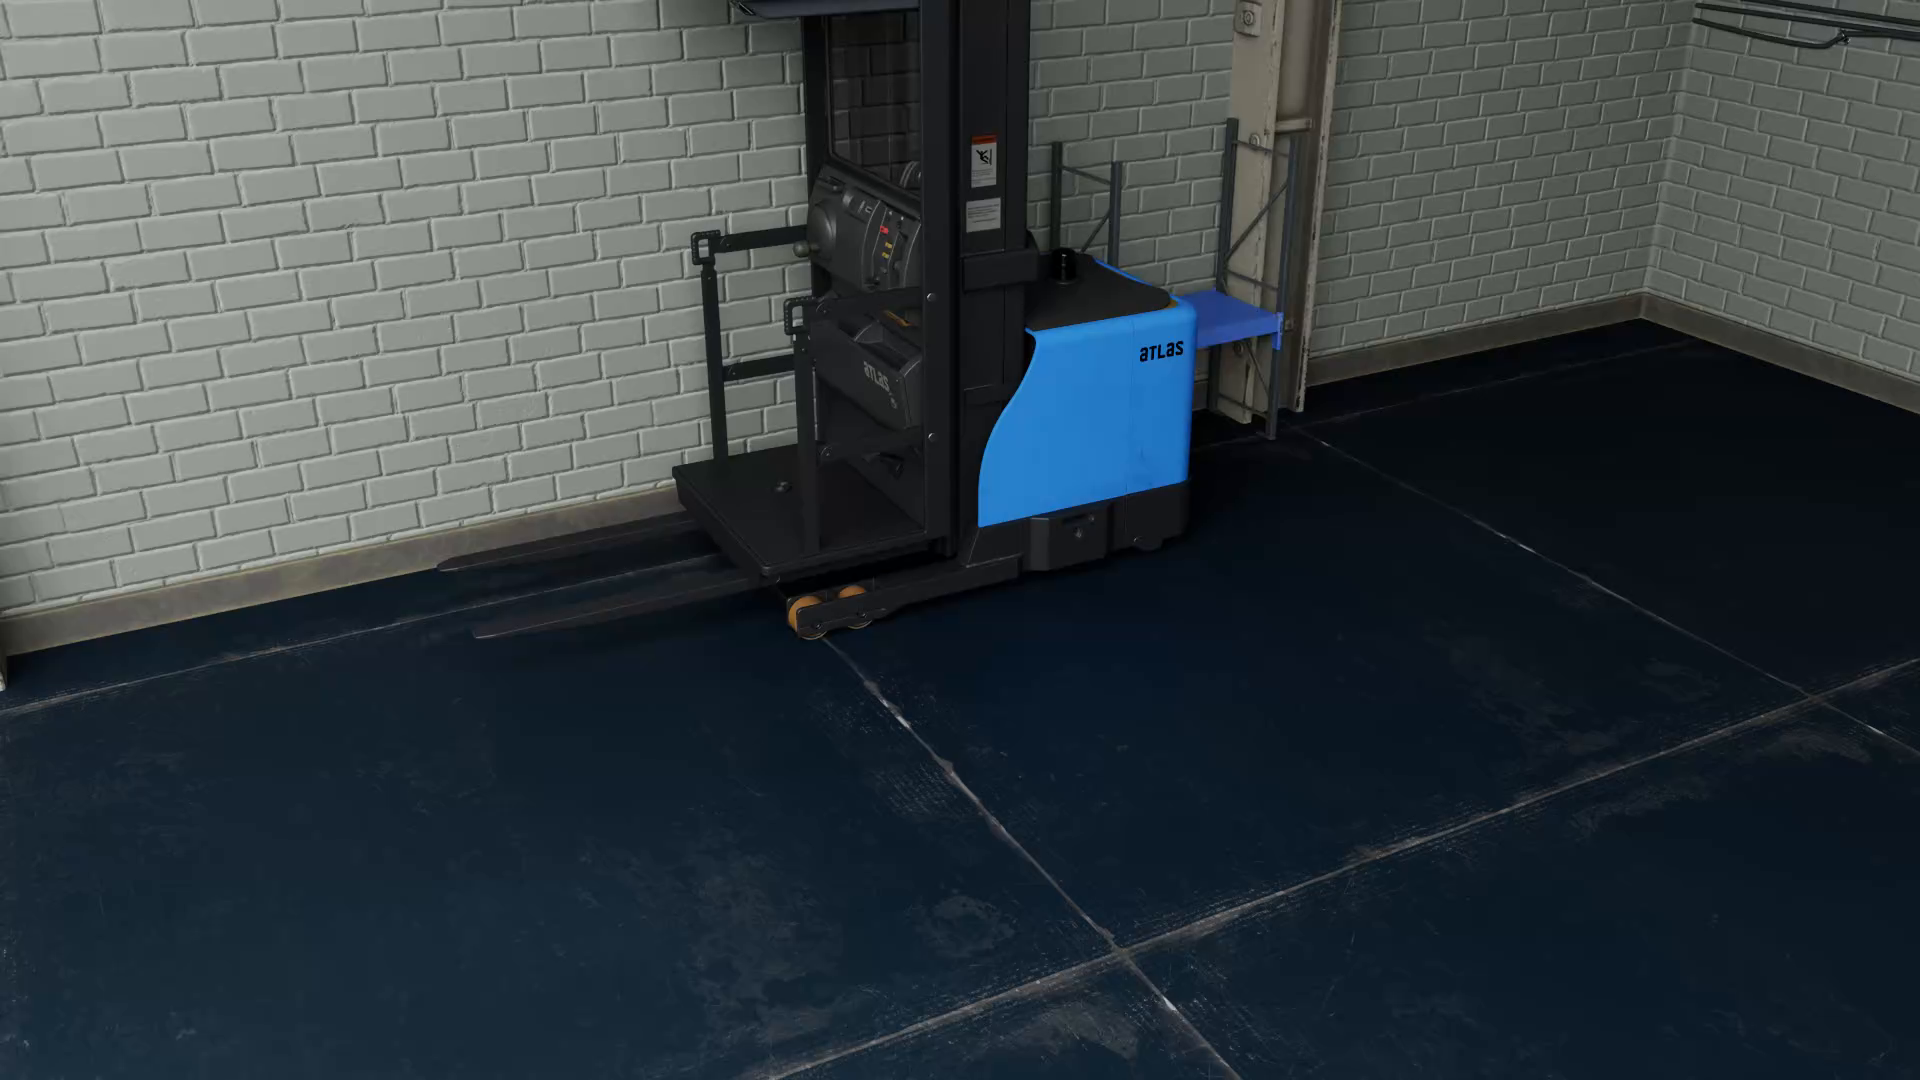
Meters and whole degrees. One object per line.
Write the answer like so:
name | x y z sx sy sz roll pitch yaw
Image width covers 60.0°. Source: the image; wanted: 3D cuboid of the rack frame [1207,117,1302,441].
rack frame | 1.428 -1.267 8.147 0.032 1.500 0.500 -15 29 -28

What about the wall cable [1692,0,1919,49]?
wall cable | 4.768 -3.444 7.613 0.112 2.526 3.097 -13 29 -25

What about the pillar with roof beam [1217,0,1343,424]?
pillar with roof beam | 3.572 -3.105 3.319 0.400 9.000 9.100 -13 29 -25

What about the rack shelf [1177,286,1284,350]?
rack shelf | 0.993 -0.991 7.986 1.000 0.185 0.538 -15 29 -28

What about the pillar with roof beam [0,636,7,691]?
pillar with roof beam | -1.722 -1.882 0.774 0.400 9.000 9.100 -13 29 -25

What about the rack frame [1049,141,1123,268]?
rack frame | 0.559 -1.040 7.671 0.032 1.500 0.500 -15 29 -28

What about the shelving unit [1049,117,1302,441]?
shelving unit | 0.994 -1.153 7.909 1.048 1.500 0.538 -15 29 -28

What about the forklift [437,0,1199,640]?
forklift | -0.559 -1.196 6.354 3.031 2.935 1.130 -13 28 -25
